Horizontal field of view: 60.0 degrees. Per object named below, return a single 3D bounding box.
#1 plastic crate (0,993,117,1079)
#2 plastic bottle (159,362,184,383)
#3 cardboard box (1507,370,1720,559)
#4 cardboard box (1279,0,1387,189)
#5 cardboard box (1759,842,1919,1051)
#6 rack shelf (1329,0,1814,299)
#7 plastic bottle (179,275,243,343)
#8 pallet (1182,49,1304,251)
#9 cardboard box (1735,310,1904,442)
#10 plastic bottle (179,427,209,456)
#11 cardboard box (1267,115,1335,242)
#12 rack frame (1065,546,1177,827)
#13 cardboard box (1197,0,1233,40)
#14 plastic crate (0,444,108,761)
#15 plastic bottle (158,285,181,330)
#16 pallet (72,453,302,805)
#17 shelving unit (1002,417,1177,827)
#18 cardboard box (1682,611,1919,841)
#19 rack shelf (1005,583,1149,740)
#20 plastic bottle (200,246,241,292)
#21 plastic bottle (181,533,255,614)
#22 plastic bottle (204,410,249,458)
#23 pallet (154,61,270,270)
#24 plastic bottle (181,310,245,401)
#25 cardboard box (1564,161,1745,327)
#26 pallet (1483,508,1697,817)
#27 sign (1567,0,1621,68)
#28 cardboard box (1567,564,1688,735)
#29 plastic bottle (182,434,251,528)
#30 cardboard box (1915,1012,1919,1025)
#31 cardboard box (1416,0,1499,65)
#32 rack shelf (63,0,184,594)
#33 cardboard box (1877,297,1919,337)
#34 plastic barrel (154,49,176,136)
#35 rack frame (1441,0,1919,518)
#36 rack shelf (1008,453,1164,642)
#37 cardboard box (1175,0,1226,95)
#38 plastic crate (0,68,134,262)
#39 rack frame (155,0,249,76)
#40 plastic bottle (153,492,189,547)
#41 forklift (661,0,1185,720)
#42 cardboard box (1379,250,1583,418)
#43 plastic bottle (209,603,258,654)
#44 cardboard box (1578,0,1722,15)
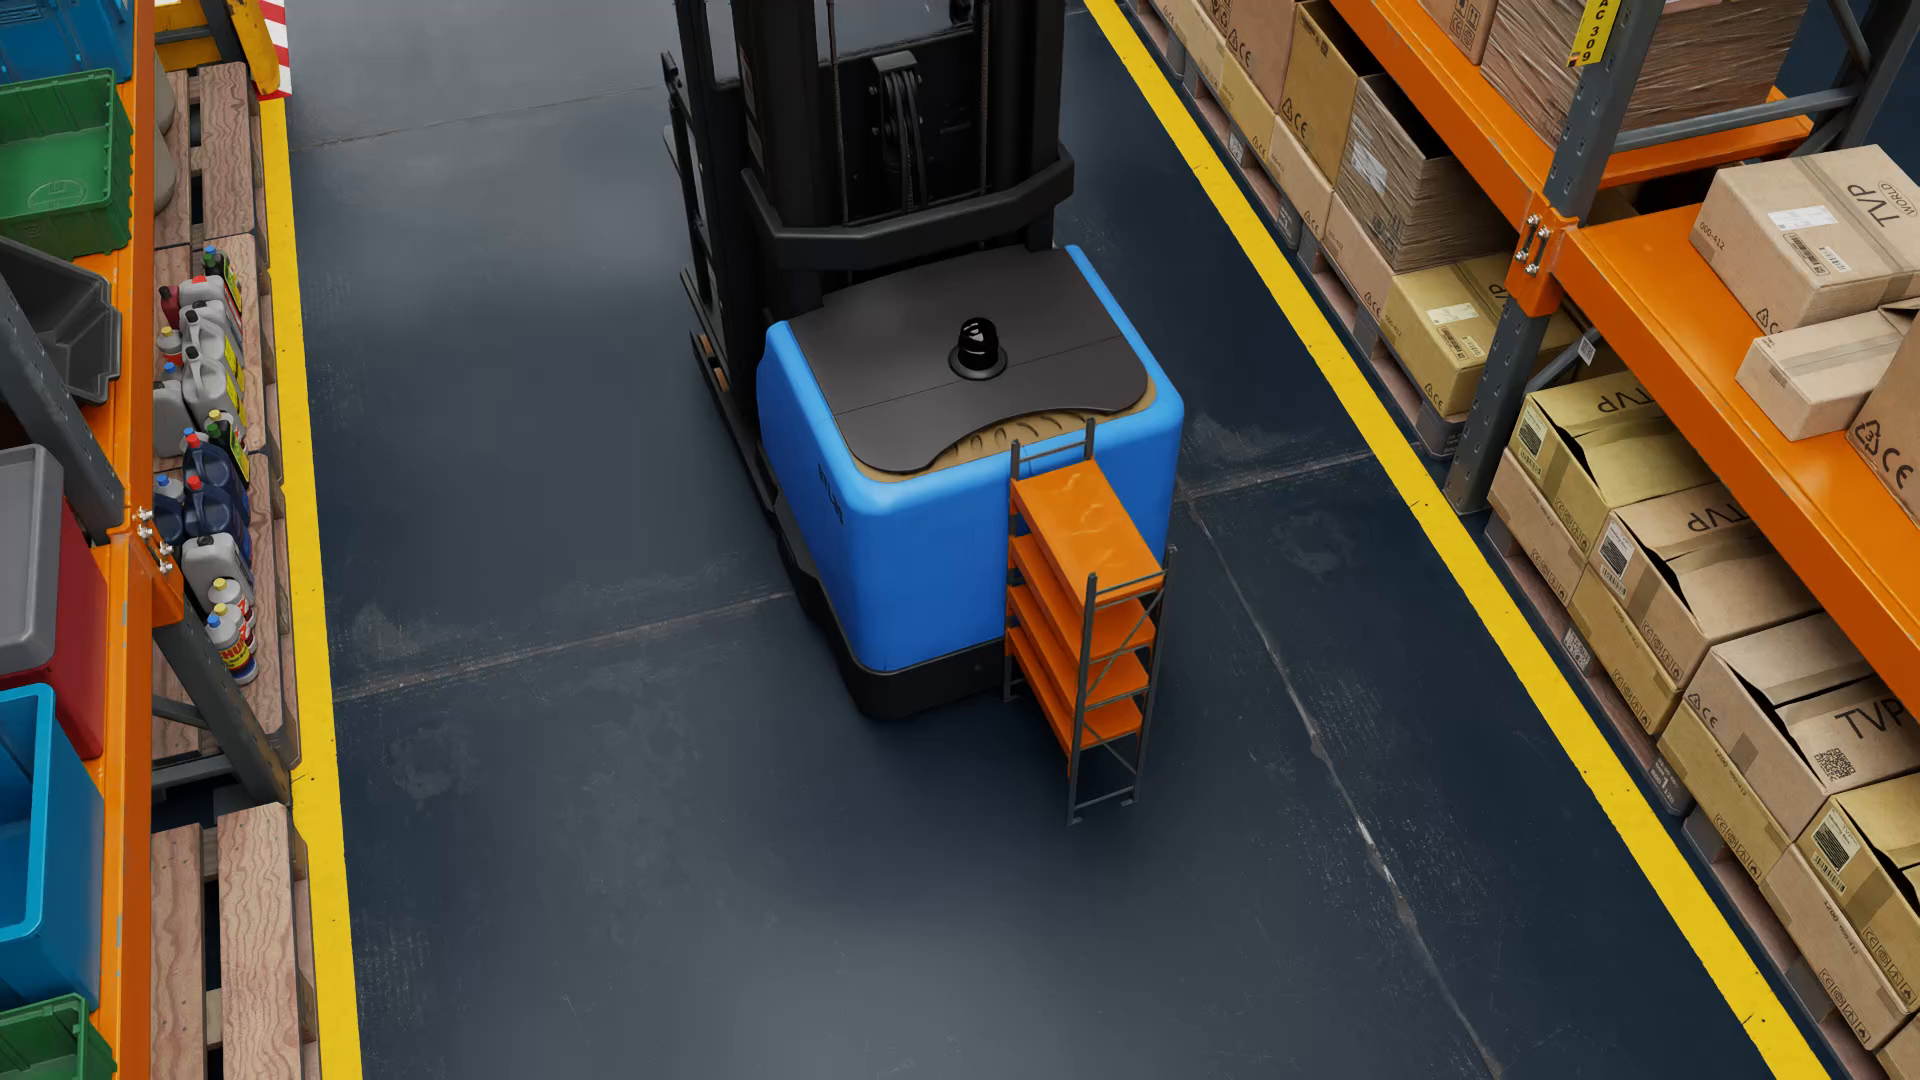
[{"bbox_3d":[-1.748,1.191,2.922,0.450,0.188,0.662,-13,51,-11],"label":"plastic crate"},{"bbox_3d":[-2.713,-0.533,5.780,0.097,0.201,0.097,0,50,0],"label":"plastic bottle"},{"bbox_3d":[2.085,-0.274,5.176,0.500,0.311,0.500,-13,51,-11],"label":"cardboard box"},{"bbox_3d":[1.567,-1.715,6.267,0.500,0.500,0.500,-13,51,-11],"label":"cardboard box"},{"bbox_3d":[2.539,1.022,4.450,0.500,0.250,0.500,-12,51,-10],"label":"cardboard box"},{"bbox_3d":[1.609,-2.431,6.308,1.077,0.370,4.000,-13,51,-11],"label":"rack shelf"},{"bbox_3d":[-2.705,-0.838,5.988,0.152,0.276,0.135,-13,51,-11],"label":"plastic bottle"},{"bbox_3d":[1.641,-1.787,7.118,1.003,0.211,1.213,-13,51,-11],"label":"pallet"},{"bbox_3d":[2.267,-0.428,4.313,0.380,0.149,0.250,-13,51,-11],"label":"cardboard box"},{"bbox_3d":[-2.510,-0.268,5.511,0.097,0.271,0.097,0,50,0],"label":"plastic bottle"},{"bbox_3d":[1.554,-1.470,6.551,0.500,0.250,0.500,-13,51,-11],"label":"cardboard box"},{"bbox_3d":[0.430,0.441,4.593,0.240,1.200,0.015,-17,52,-14],"label":"rack frame"},{"bbox_3d":[1.274,-2.446,6.883,0.500,0.500,0.500,-13,51,-11],"label":"cardboard box"},{"bbox_3d":[-2.097,0.179,3.596,0.402,0.464,0.583,-13,51,-11],"label":"plastic crate"},{"bbox_3d":[-2.806,-0.816,5.965,0.061,0.283,0.133,-13,51,-11],"label":"plastic bottle"},{"bbox_3d":[-2.691,0.314,5.347,1.003,0.211,1.213,-13,51,-11],"label":"pallet"},{"bbox_3d":[0.340,0.268,4.740,0.258,1.200,0.503,-17,52,-14],"label":"shelving unit"},{"bbox_3d":[2.382,0.470,4.548,0.500,0.311,0.500,-15,51,-12],"label":"cardboard box"},{"bbox_3d":[0.340,0.311,4.791,0.258,0.148,0.480,-17,52,-14],"label":"rack shelf"},{"bbox_3d":[-2.753,-1.004,6.177,0.097,0.201,0.097,0,50,0],"label":"plastic bottle"},{"bbox_3d":[-2.329,0.089,5.207,0.152,0.276,0.135,-12,51,-10],"label":"plastic bottle"},{"bbox_3d":[-2.492,-0.358,5.633,0.097,0.201,0.097,0,50,0],"label":"plastic bottle"},{"bbox_3d":[-3.413,-1.468,6.850,1.003,0.211,1.213,-13,51,-11],"label":"pallet"},{"bbox_3d":[-2.611,-0.641,5.773,0.144,0.351,0.185,-11,51,-9],"label":"plastic bottle"},{"bbox_3d":[2.363,-1.103,5.751,0.500,0.500,0.500,-13,51,-11],"label":"cardboard box"},{"bbox_3d":[2.456,0.226,5.422,1.003,0.211,1.213,-13,51,-11],"label":"pallet"},{"bbox_3d":[1.671,-1.380,4.334,0.100,0.325,0.005,-13,51,-11],"label":"sign"},{"bbox_3d":[2.233,0.273,5.082,0.500,0.250,0.500,-12,51,-10],"label":"cardboard box"},{"bbox_3d":[-2.430,-0.194,5.397,0.144,0.351,0.185,-15,52,-13],"label":"plastic bottle"},{"bbox_3d":[2.687,1.215,3.921,0.500,0.311,0.500,-14,51,-11],"label":"cardboard box"},{"bbox_3d":[1.901,-1.941,5.359,0.700,0.500,0.500,-14,51,-11],"label":"cardboard box"},{"bbox_3d":[-3.124,-1.314,5.366,1.077,0.370,4.000,-13,51,-11],"label":"rack shelf"},{"bbox_3d":[2.636,-0.558,4.347,0.396,0.266,0.258,-14,51,-12],"label":"cardboard box"},{"bbox_3d":[-3.447,-1.877,6.723,0.421,0.512,0.421,0,50,0],"label":"plastic barrel"},{"bbox_3d":[2.201,-1.202,4.802,1.000,3.000,0.127,-13,51,-11],"label":"rack frame"},{"bbox_3d":[0.340,0.014,4.439,0.258,0.148,0.480,-17,52,-14],"label":"rack shelf"},{"bbox_3d":[1.263,-2.201,7.168,0.500,0.250,0.500,-13,51,-11],"label":"cardboard box"},{"bbox_3d":[-2.664,-1.072,4.831,0.450,0.188,0.662,-13,51,-11],"label":"plastic crate"},{"bbox_3d":[-3.715,-3.007,6.323,1.000,3.000,0.127,-13,51,-11],"label":"rack frame"},{"bbox_3d":[-2.512,-0.024,5.253,0.144,0.351,0.185,-13,51,-11],"label":"plastic bottle"},{"bbox_3d":[-0.360,-1.537,5.129,1.130,2.935,3.031,-17,52,-14],"label":"forklift"},{"bbox_3d":[1.855,-0.741,5.936,0.500,0.250,0.500,-13,51,-11],"label":"cardboard box"},{"bbox_3d":[-2.238,0.269,5.104,0.097,0.201,0.097,0,50,0],"label":"plastic bottle"},{"bbox_3d":[1.916,-1.594,4.642,0.380,0.149,0.250,-13,51,-11],"label":"cardboard box"}]
